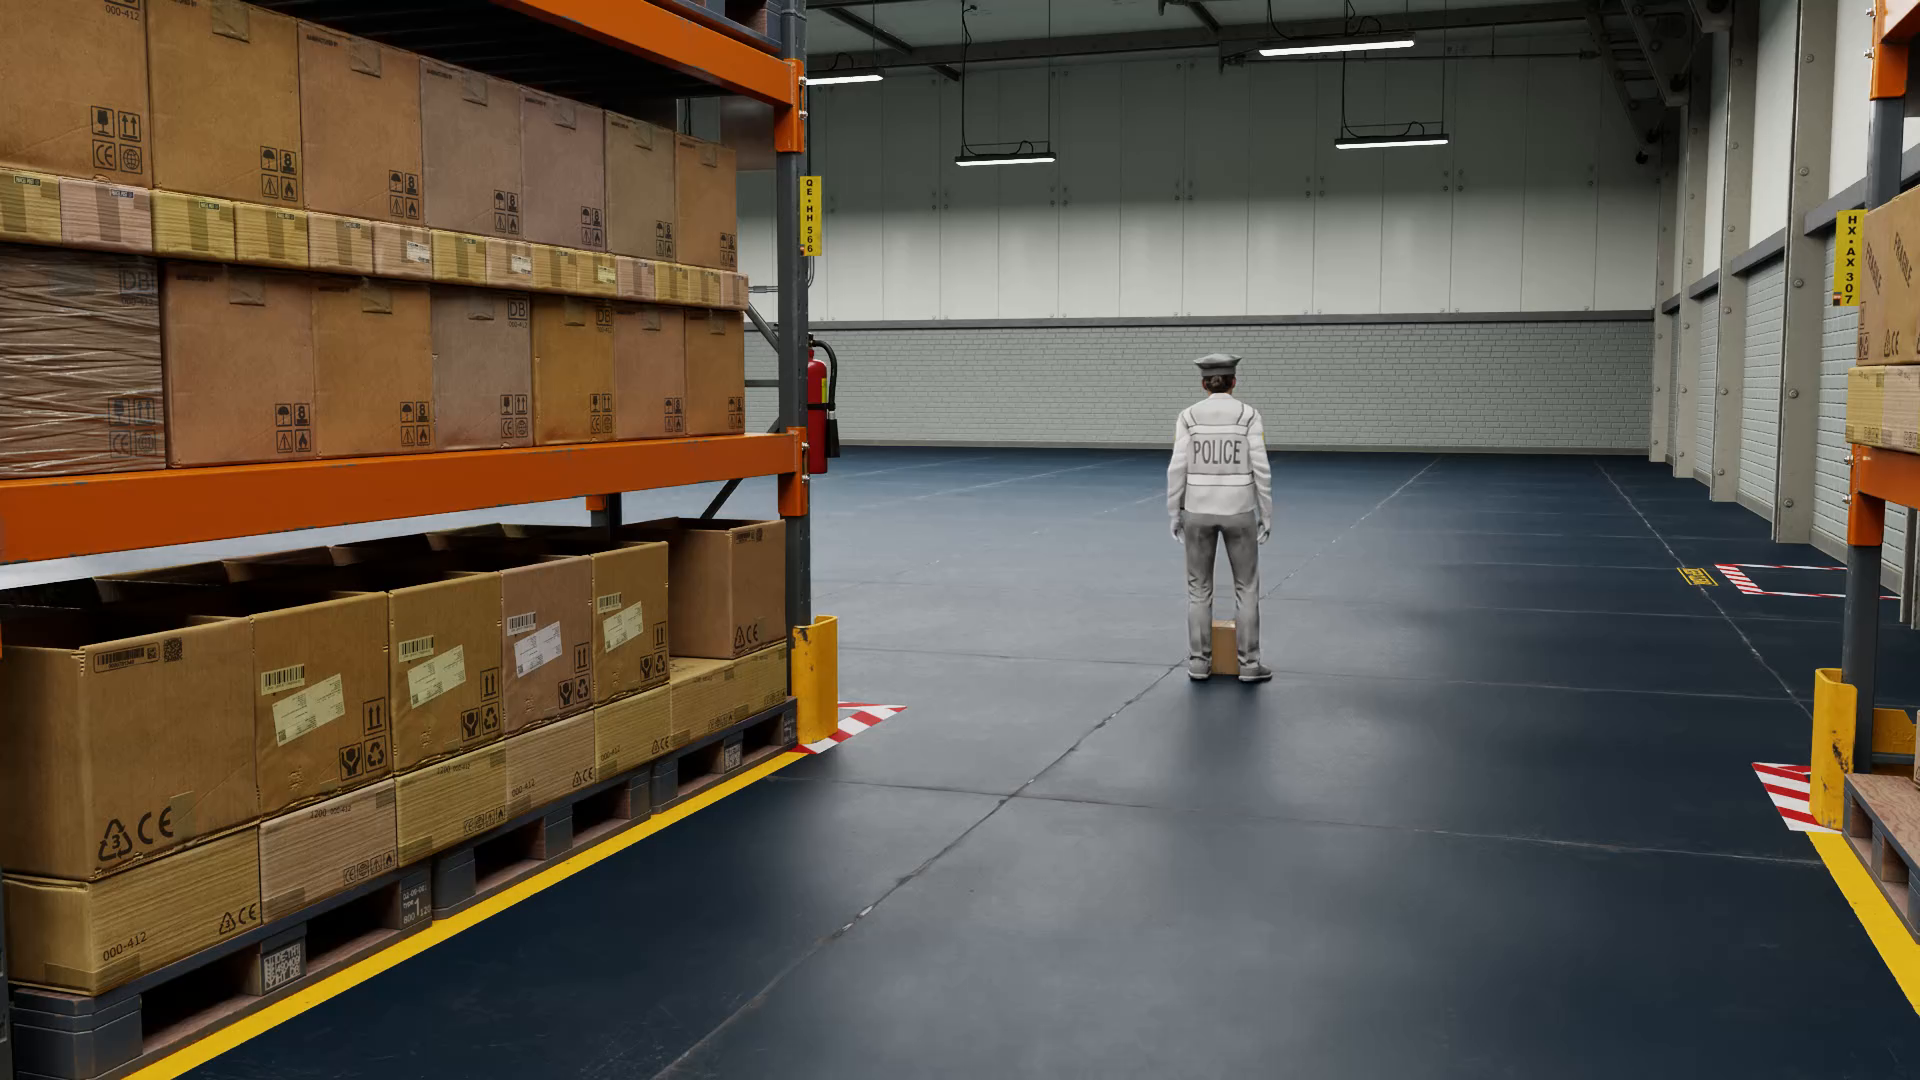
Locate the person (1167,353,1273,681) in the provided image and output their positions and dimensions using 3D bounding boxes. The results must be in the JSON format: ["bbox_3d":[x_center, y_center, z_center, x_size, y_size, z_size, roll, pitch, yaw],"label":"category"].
[{"bbox_3d":[1.325,-0.115,8.469,0.539,1.662,0.374,1,6,15],"label":"person"}]
